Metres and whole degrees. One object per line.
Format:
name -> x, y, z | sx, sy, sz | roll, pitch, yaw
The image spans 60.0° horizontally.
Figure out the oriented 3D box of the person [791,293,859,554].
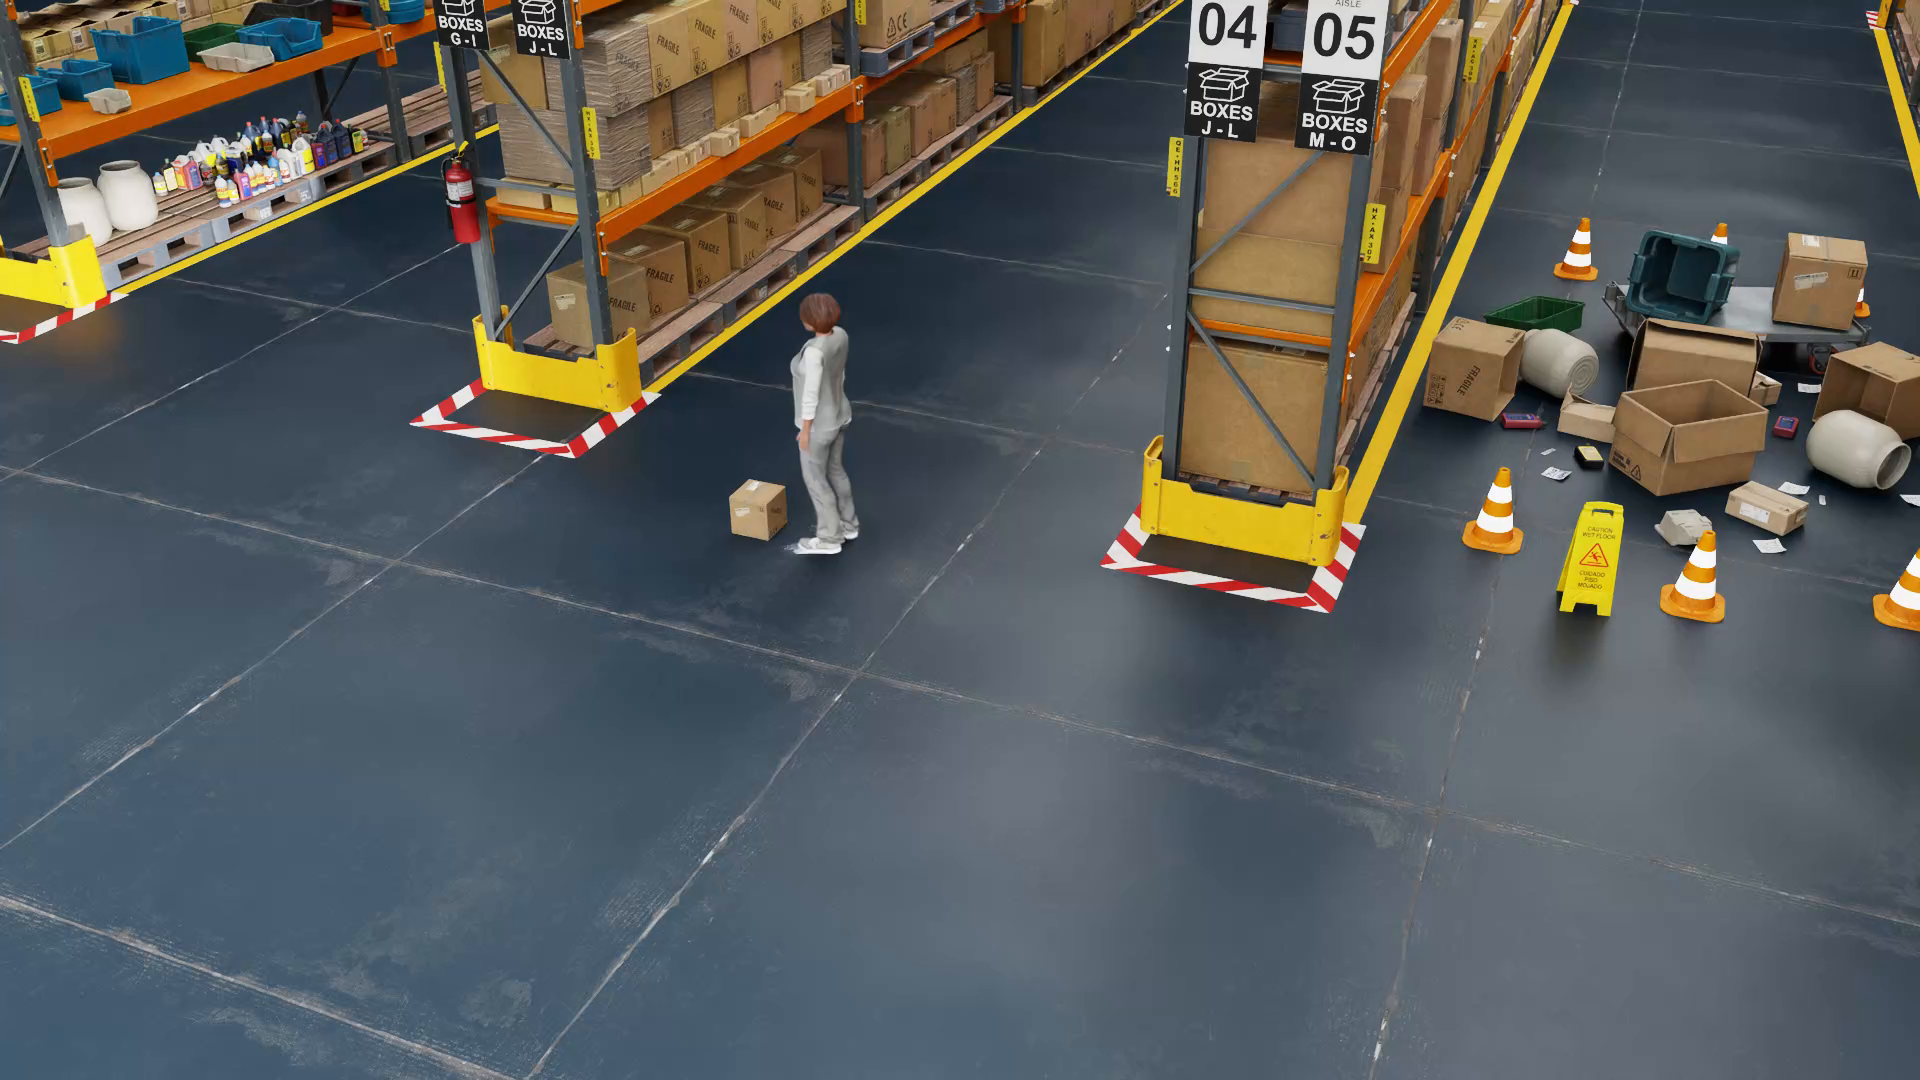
person -> -0.786, -0.666, 9.550 | 0.310, 1.596, 0.406 | 12, 32, 20
